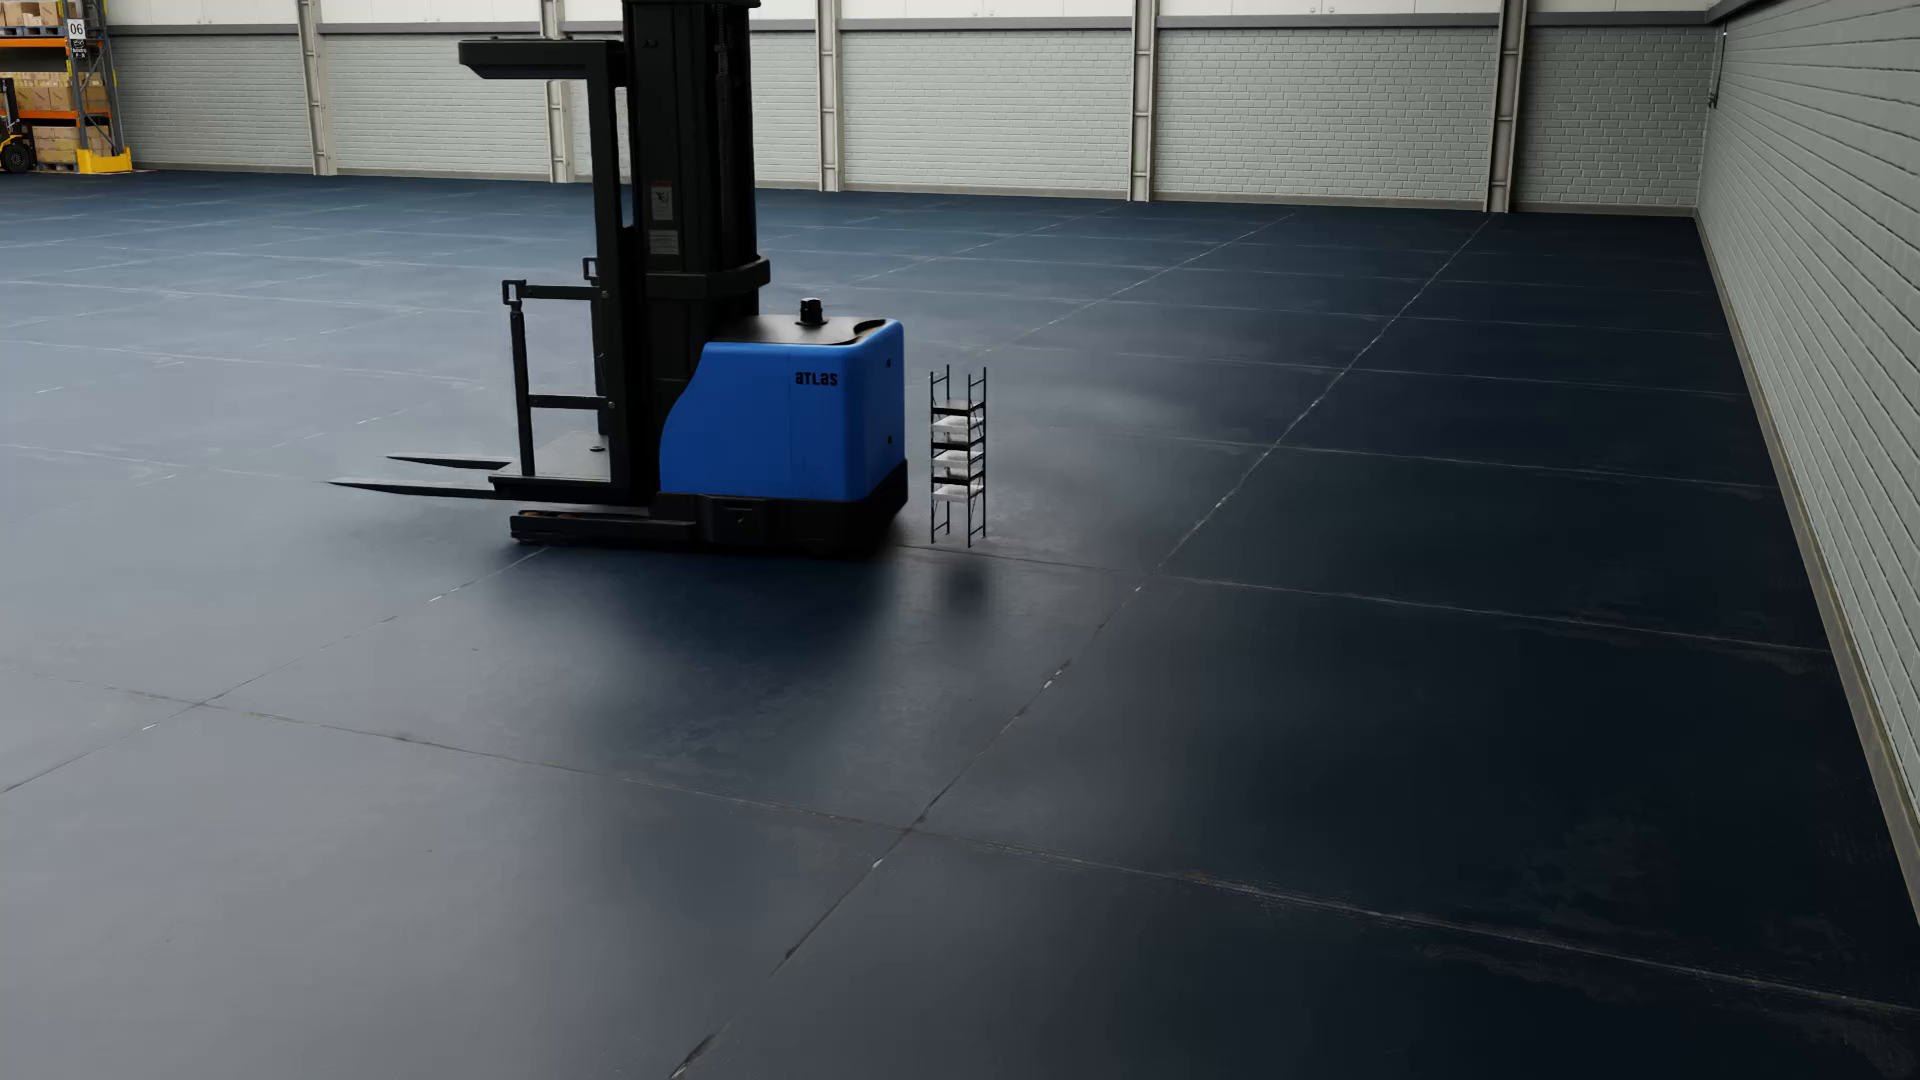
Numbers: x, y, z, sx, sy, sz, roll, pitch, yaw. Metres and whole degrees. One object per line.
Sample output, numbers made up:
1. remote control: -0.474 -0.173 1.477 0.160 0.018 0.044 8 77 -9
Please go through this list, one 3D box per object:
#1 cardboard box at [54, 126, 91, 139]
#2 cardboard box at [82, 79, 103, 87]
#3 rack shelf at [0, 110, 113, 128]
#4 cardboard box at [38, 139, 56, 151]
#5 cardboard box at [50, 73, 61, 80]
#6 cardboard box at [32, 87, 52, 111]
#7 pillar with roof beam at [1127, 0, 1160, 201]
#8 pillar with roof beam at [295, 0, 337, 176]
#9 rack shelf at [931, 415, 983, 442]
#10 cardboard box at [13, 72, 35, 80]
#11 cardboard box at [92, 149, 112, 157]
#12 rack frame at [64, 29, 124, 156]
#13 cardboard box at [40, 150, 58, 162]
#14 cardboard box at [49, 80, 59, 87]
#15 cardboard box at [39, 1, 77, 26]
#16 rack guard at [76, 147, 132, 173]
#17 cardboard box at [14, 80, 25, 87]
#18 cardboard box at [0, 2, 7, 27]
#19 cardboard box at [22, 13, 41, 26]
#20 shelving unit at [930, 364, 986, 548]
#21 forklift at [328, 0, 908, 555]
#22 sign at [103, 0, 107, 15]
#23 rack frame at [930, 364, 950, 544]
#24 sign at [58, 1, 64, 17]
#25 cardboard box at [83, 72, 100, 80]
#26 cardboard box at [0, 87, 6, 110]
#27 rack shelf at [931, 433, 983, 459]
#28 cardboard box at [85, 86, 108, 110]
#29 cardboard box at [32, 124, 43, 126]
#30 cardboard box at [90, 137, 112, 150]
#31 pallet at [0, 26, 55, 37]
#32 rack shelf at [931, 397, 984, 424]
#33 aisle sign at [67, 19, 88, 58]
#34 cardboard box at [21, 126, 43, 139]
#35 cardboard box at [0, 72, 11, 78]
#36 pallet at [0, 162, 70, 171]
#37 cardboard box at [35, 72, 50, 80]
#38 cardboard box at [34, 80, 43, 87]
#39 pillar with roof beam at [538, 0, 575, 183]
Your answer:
1. cardboard box: -19.380 -8.893 36.311 0.500 0.250 0.500 7 18 22
2. cardboard box: -19.058 -10.027 36.489 0.250 0.149 0.380 6 17 19
3. rack shelf: -20.698 -9.424 37.047 4.000 0.370 1.077 6 17 21
4. cardboard box: -19.867 -8.709 36.576 0.500 0.250 0.500 6 17 20
5. cardboard box: -19.489 -10.067 36.093 0.250 0.149 0.380 6 17 21
6. cardboard box: -19.871 -9.651 36.358 0.500 0.500 0.500 7 18 22
7. pillar with roof beam: 1.592 -9.180 24.153 0.400 9.000 9.100 6 17 21
8. pillar with roof beam: -15.152 -11.021 30.496 0.400 9.000 9.100 6 17 21
9. rack shelf: -0.008 -0.574 8.510 0.200 0.077 0.258 6 17 21
10. cardboard box: -20.472 -10.154 36.394 0.250 0.149 0.380 7 17 22
11. cardboard box: -19.222 -8.547 36.914 0.500 0.250 0.500 6 17 21
12. rack frame: -18.837 -9.565 36.242 0.127 3.000 1.000 6 17 21
13. cardboard box: -19.849 -8.466 36.634 0.500 0.250 0.500 6 17 21
14. cardboard box: -19.511 -9.906 36.073 0.250 0.149 0.380 7 17 22
15. cardboard box: -19.338 -11.286 35.675 0.500 0.500 0.500 7 18 22
16. rack guard: -18.815 -8.362 36.582 0.348 0.500 1.175 6 17 21
17. cardboard box: -20.465 -10.012 36.439 0.250 0.149 0.380 6 17 21
18. cardboard box: -20.785 -11.488 36.366 0.637 0.503 0.797 7 18 22
19. cardboard box: -19.955 -11.223 35.880 0.258 0.266 0.396 6 17 21
20. shelving unit: -0.008 -0.433 8.551 0.210 0.900 0.258 6 17 21
21. forklift: -1.857 -1.515 8.637 3.031 2.935 1.130 3 16 11
22. sign: -18.628 -11.607 36.184 0.005 0.325 0.100 6 17 21
23. rack frame: -0.102 -0.443 8.587 0.006 0.900 0.240 6 17 21
24. sign: -19.049 -11.254 35.231 0.005 0.325 0.100 6 17 21
25. cardboard box: -19.071 -10.157 36.405 0.250 0.149 0.380 6 17 20
26. cardboard box: -20.819 -9.752 36.705 0.500 0.500 0.500 6 17 21
27. rack shelf: -0.008 -0.487 8.535 0.200 0.077 0.258 6 17 21
28. cardboard box: -19.196 -9.736 36.651 0.500 0.500 0.500 7 18 22
29. cardboard box: -20.616 -9.183 37.311 0.500 0.250 0.500 6 17 20
30. cardboard box: -19.198 -8.788 36.848 0.500 0.250 0.500 7 17 22
31. pallet: -20.624 -11.167 36.537 1.213 0.211 1.003 6 17 21
32. rack shelf: -0.008 -0.660 8.485 0.200 0.077 0.258 6 17 21
33. aisle sign: -18.884 -10.731 35.594 0.004 0.787 0.394 6 17 21
34. cardboard box: -20.330 -8.993 36.654 0.500 0.250 0.500 7 17 21
35. cardboard box: -20.905 -10.235 36.673 0.250 0.149 0.380 6 17 21
36. pallet: -20.695 -8.419 37.294 1.213 0.211 1.003 6 17 21
37. cardboard box: -19.946 -10.131 36.315 0.250 0.149 0.380 6 17 21
38. cardboard box: -19.956 -9.977 36.316 0.250 0.149 0.380 6 17 20
39. pillar with roof beam: -9.571 -10.407 28.382 0.400 9.000 9.100 6 17 21
